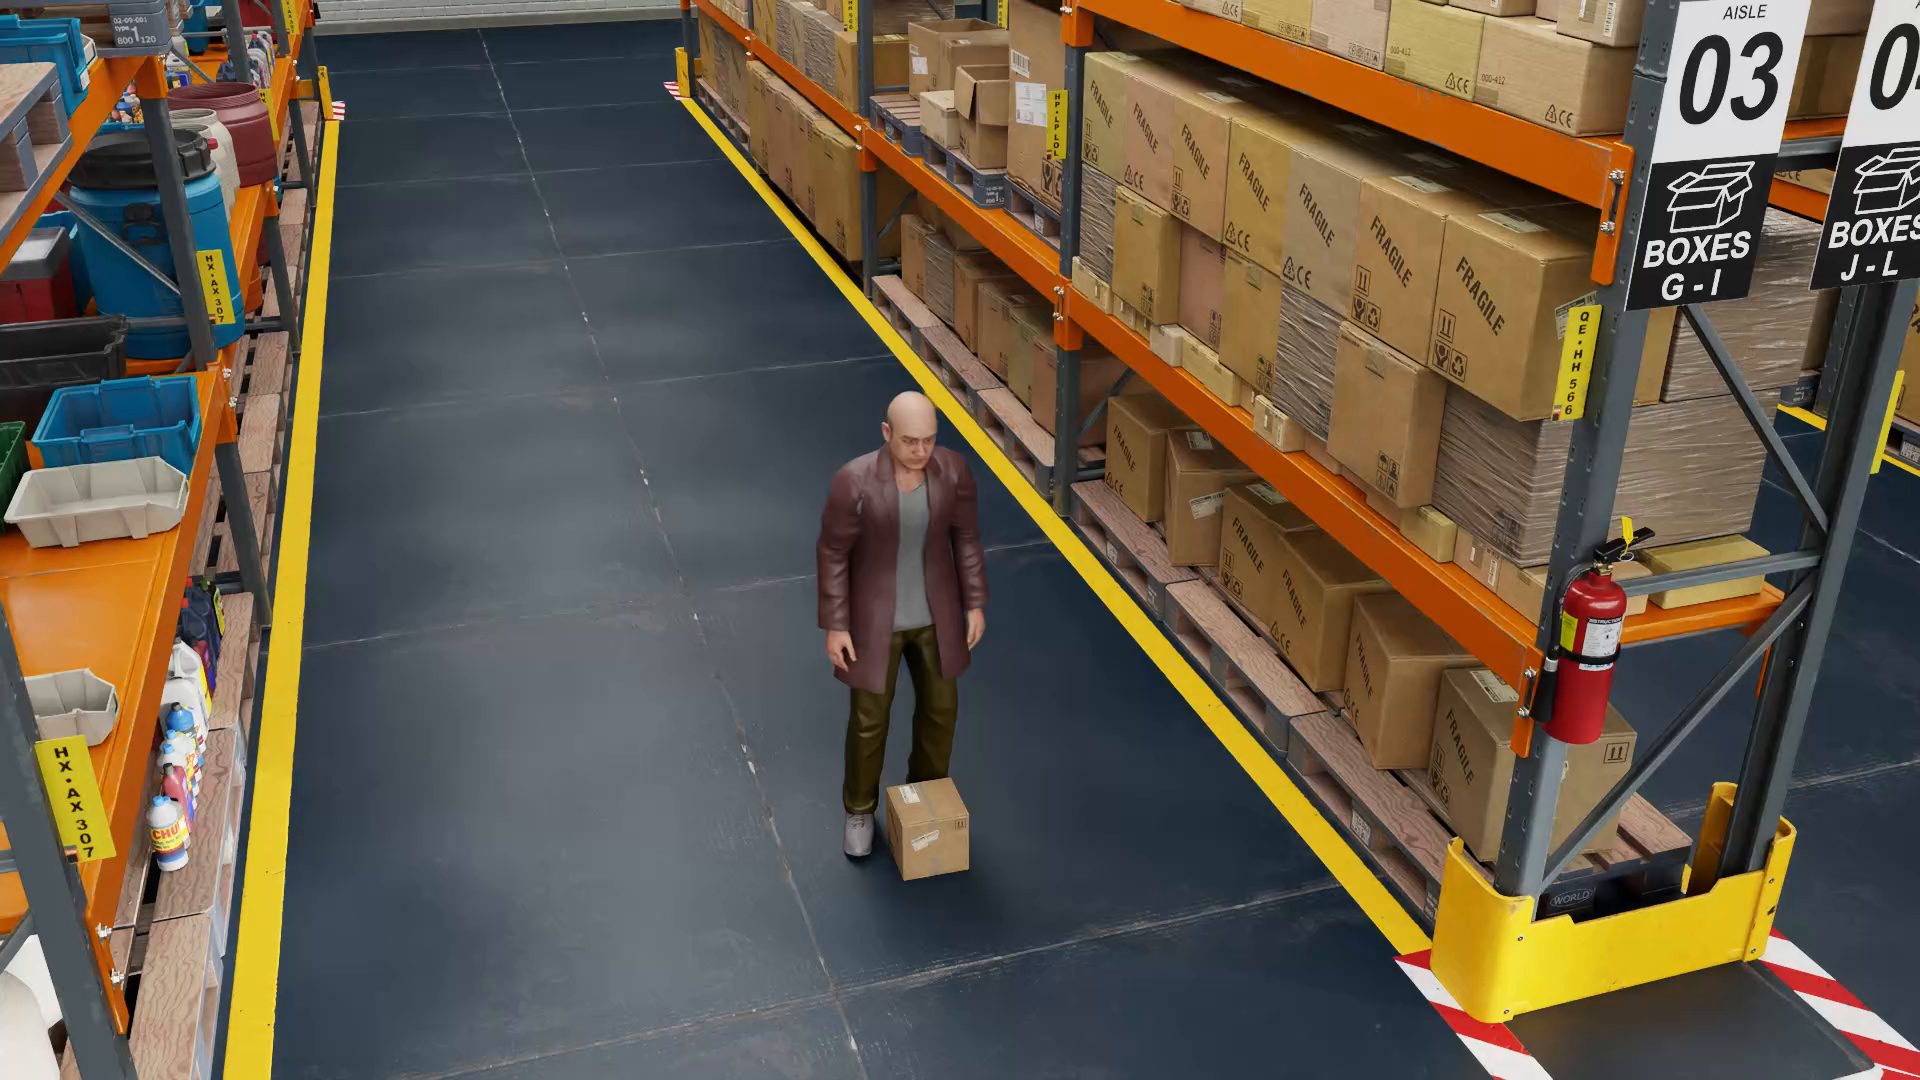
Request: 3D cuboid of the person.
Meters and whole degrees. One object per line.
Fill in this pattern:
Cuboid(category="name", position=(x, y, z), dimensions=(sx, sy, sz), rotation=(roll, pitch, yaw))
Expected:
Cuboid(category="person", position=(-0.201, 0.283, 6.050), dimensions=(0.652, 1.774, 0.417), rotation=(-9, 27, -17))
